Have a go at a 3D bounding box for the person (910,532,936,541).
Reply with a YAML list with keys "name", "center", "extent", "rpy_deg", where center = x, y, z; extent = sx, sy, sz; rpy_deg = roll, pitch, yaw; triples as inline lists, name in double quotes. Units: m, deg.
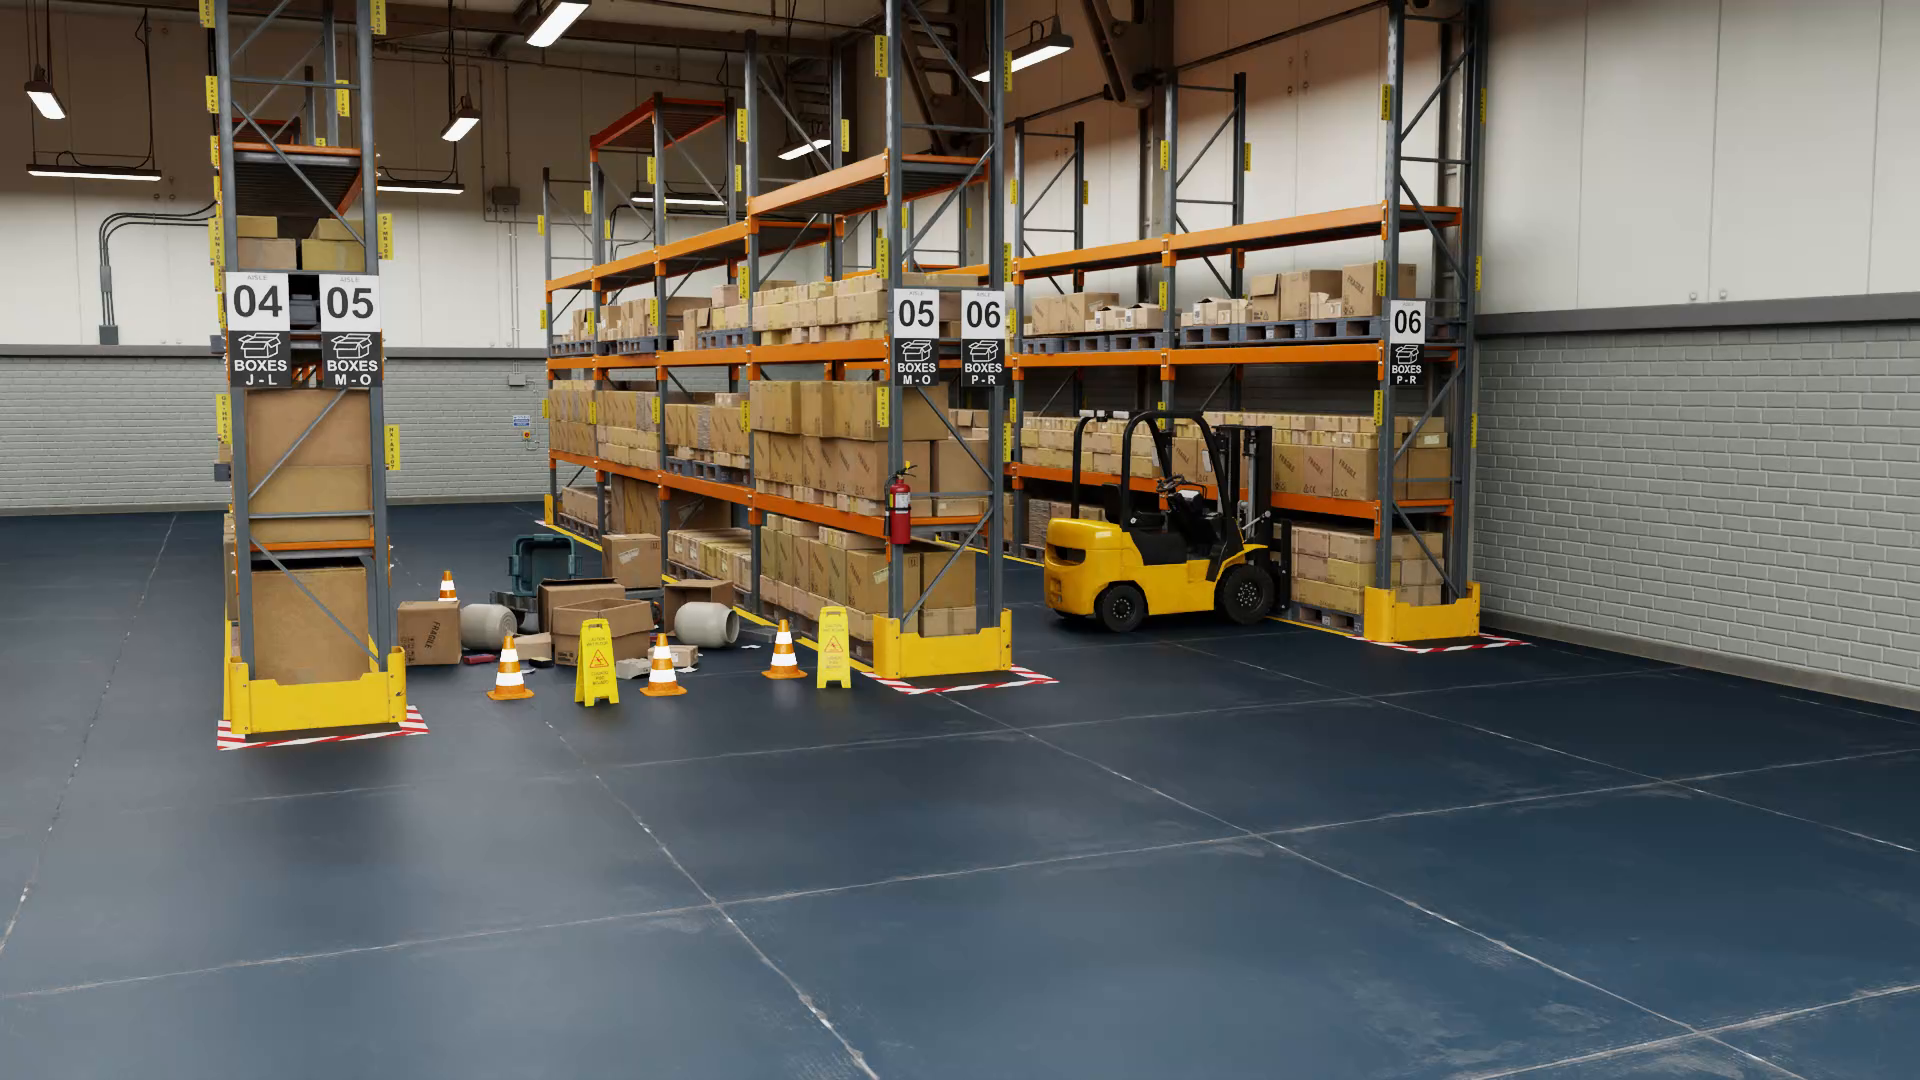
- name: "person"
  center: [-0.583, 0.110, 18.691]
  extent: [0.439, 1.125, 0.846]
  rpy_deg: [-3, 6, -27]
